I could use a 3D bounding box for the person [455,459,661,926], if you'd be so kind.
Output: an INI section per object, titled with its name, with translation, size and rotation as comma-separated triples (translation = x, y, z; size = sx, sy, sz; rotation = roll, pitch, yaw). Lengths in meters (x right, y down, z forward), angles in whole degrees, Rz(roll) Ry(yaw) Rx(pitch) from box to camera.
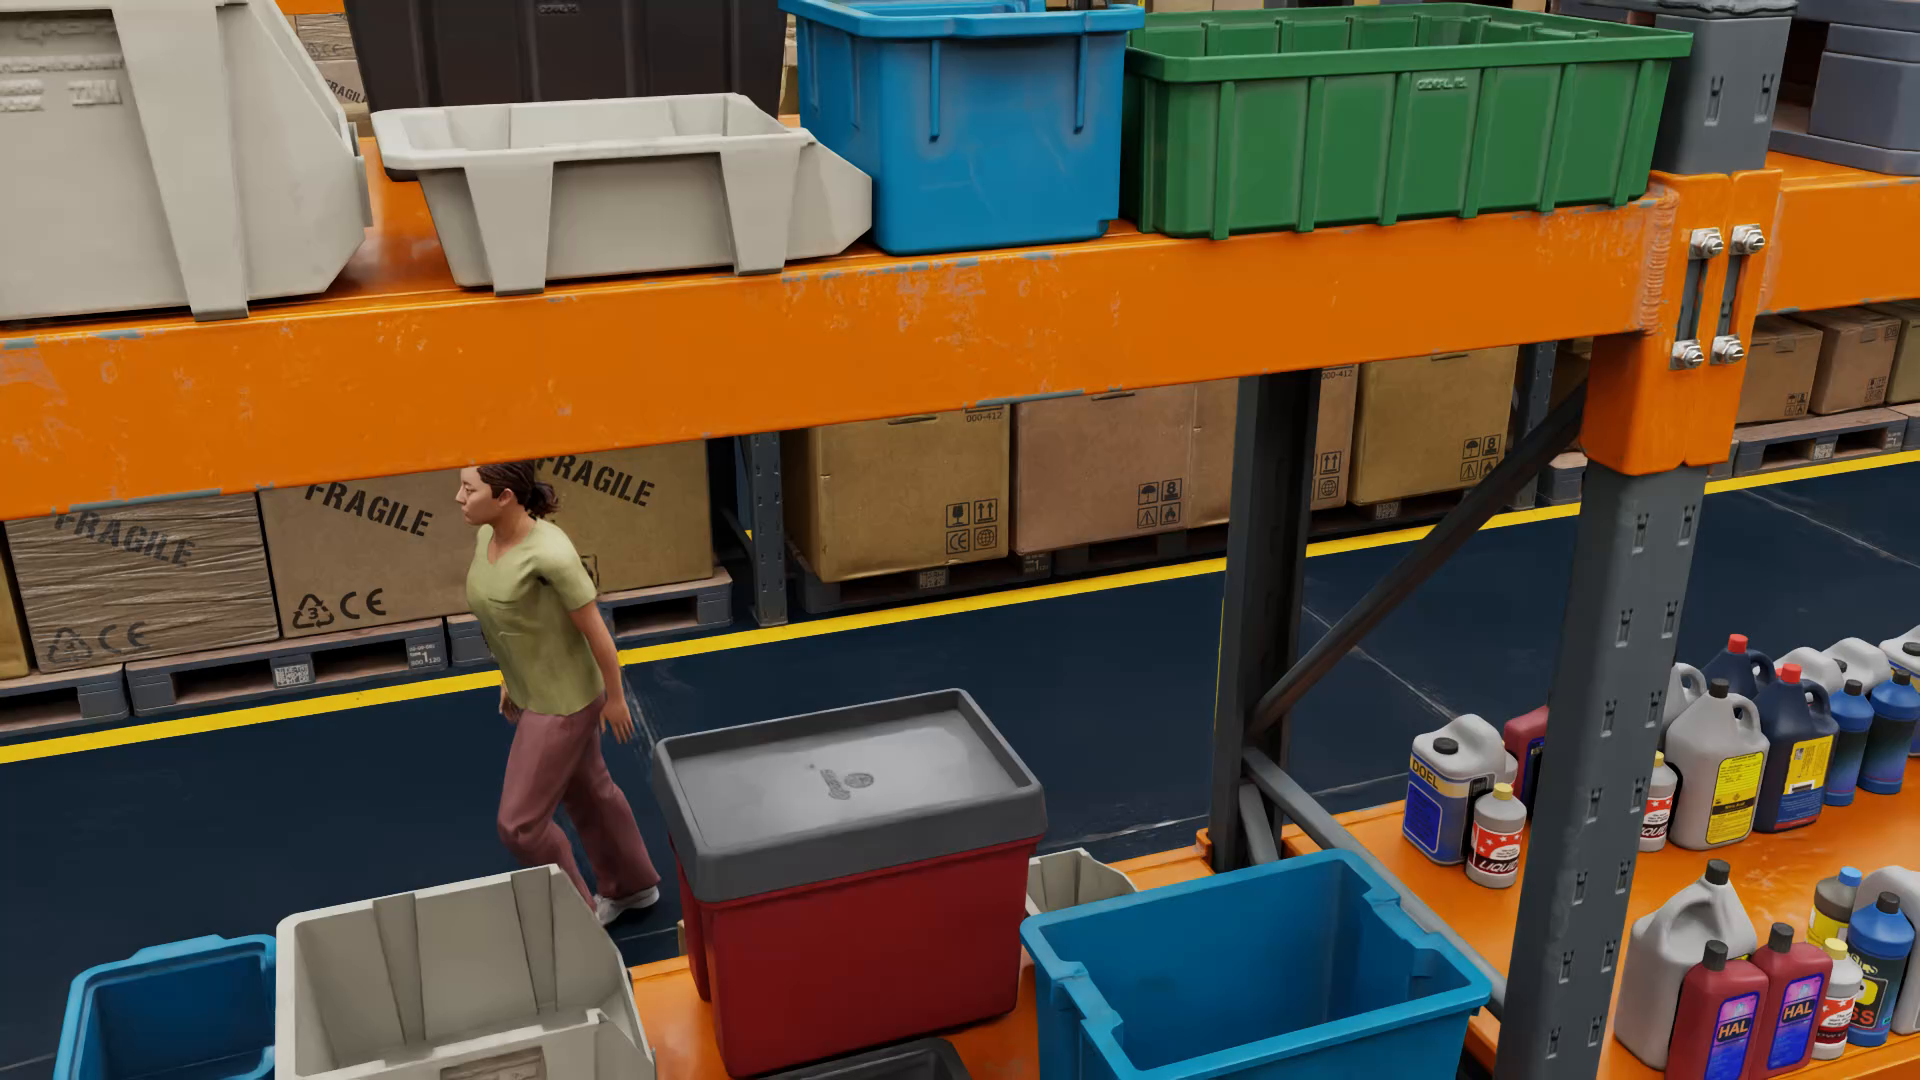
[person]
translation = -1.203, 0.478, 4.964
size = 0.539, 1.688, 0.473
rotation = -16, 28, -34
